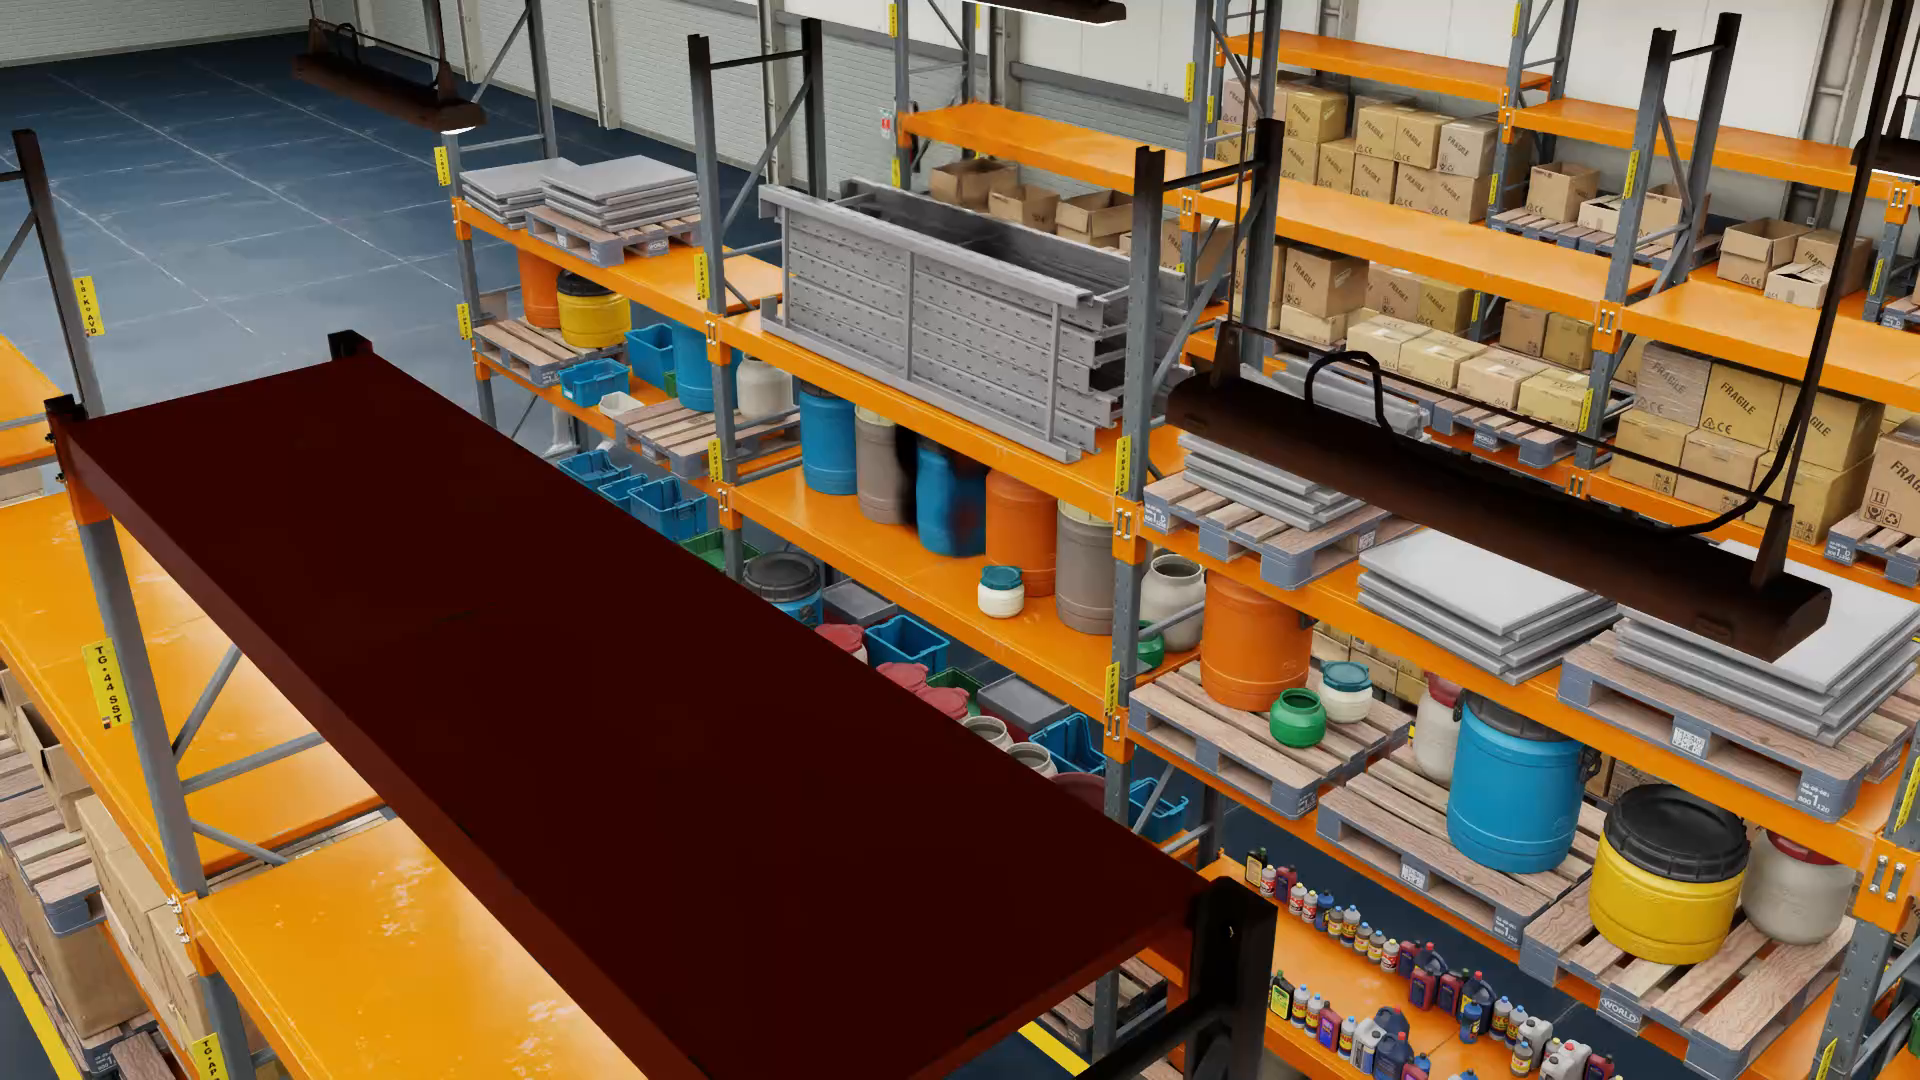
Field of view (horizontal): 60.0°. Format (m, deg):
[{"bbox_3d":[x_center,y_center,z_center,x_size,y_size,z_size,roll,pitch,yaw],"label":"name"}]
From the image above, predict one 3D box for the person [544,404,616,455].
[{"bbox_3d":[-4.407,-1.761,19.145,0.939,1.736,0.681,-9,28,-17],"label":"person"}]
